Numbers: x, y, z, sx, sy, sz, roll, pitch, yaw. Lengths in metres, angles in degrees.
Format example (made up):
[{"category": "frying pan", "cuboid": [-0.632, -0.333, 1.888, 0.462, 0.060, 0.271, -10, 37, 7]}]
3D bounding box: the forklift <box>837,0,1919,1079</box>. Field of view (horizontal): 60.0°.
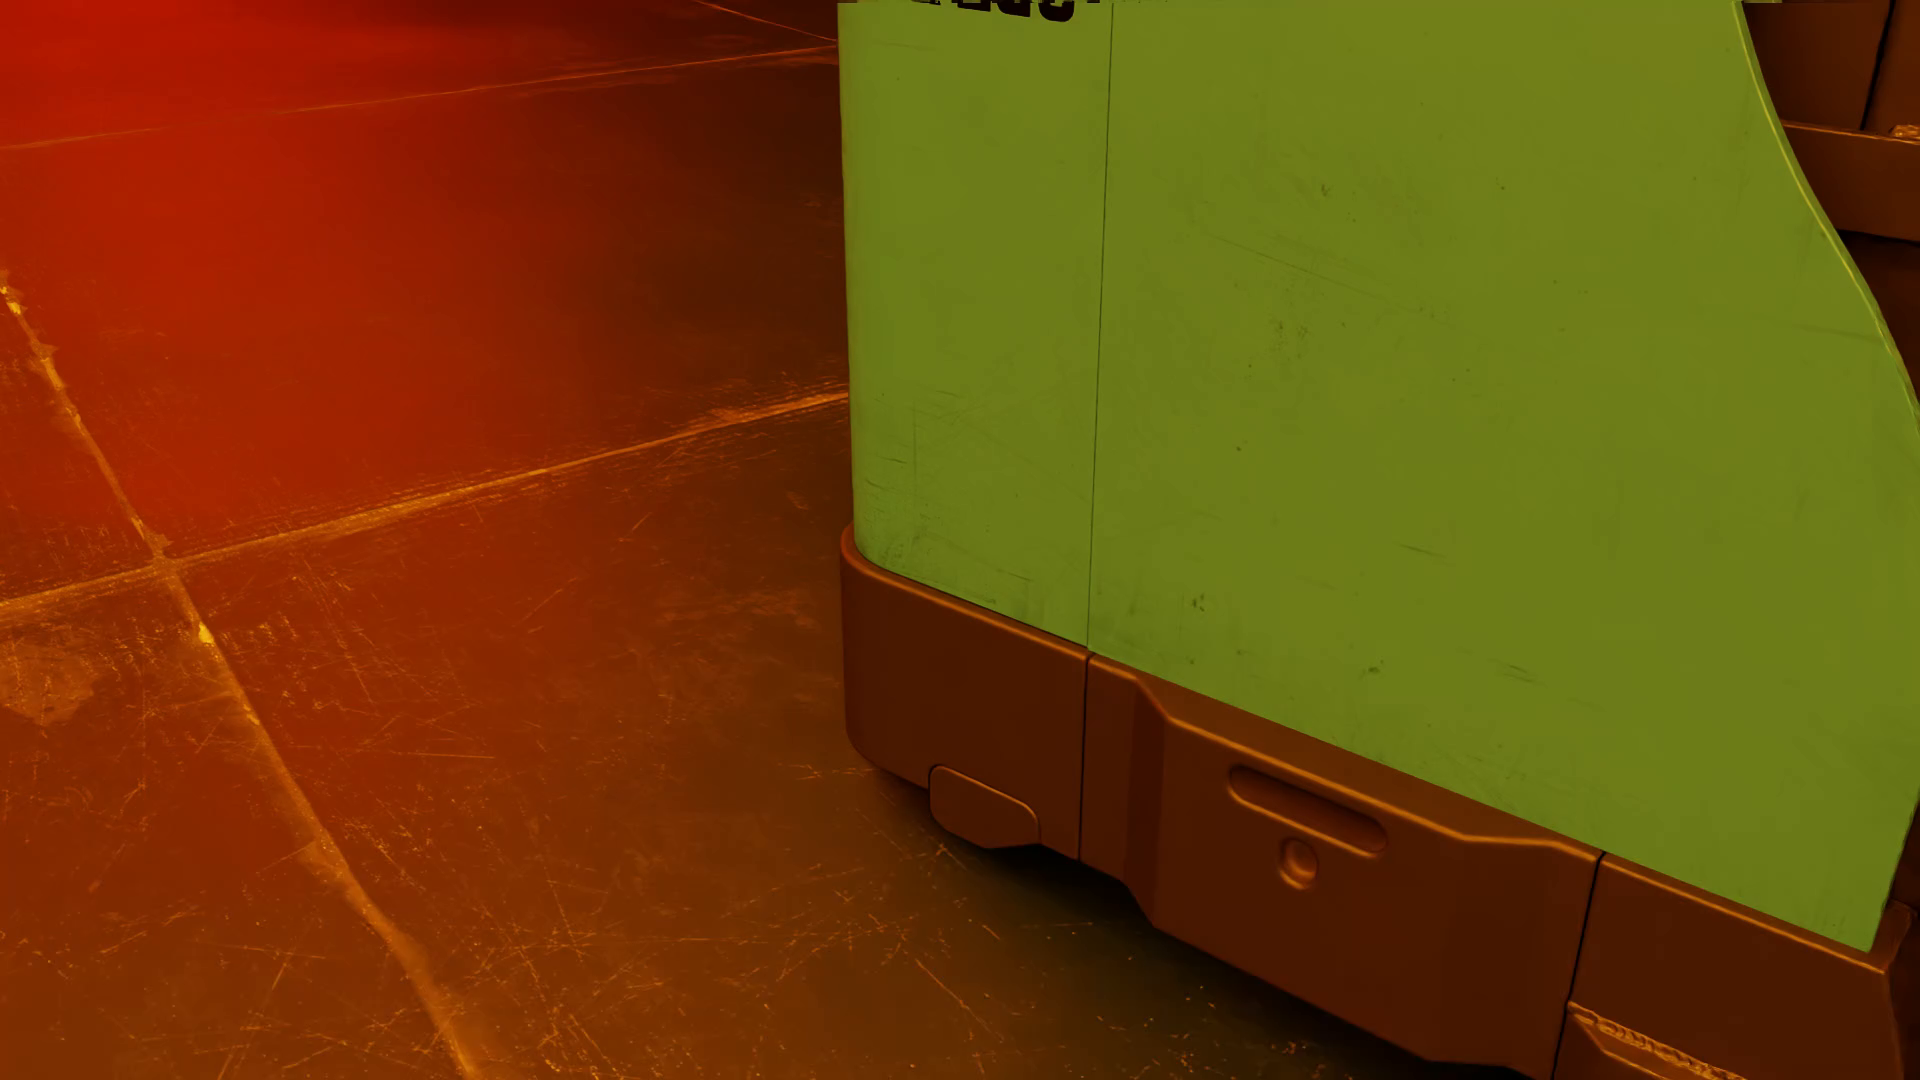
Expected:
[{"category": "forklift", "cuboid": [1.333, -0.781, 0.788, 3.031, 2.935, 1.130, 20, 33, 34]}]
